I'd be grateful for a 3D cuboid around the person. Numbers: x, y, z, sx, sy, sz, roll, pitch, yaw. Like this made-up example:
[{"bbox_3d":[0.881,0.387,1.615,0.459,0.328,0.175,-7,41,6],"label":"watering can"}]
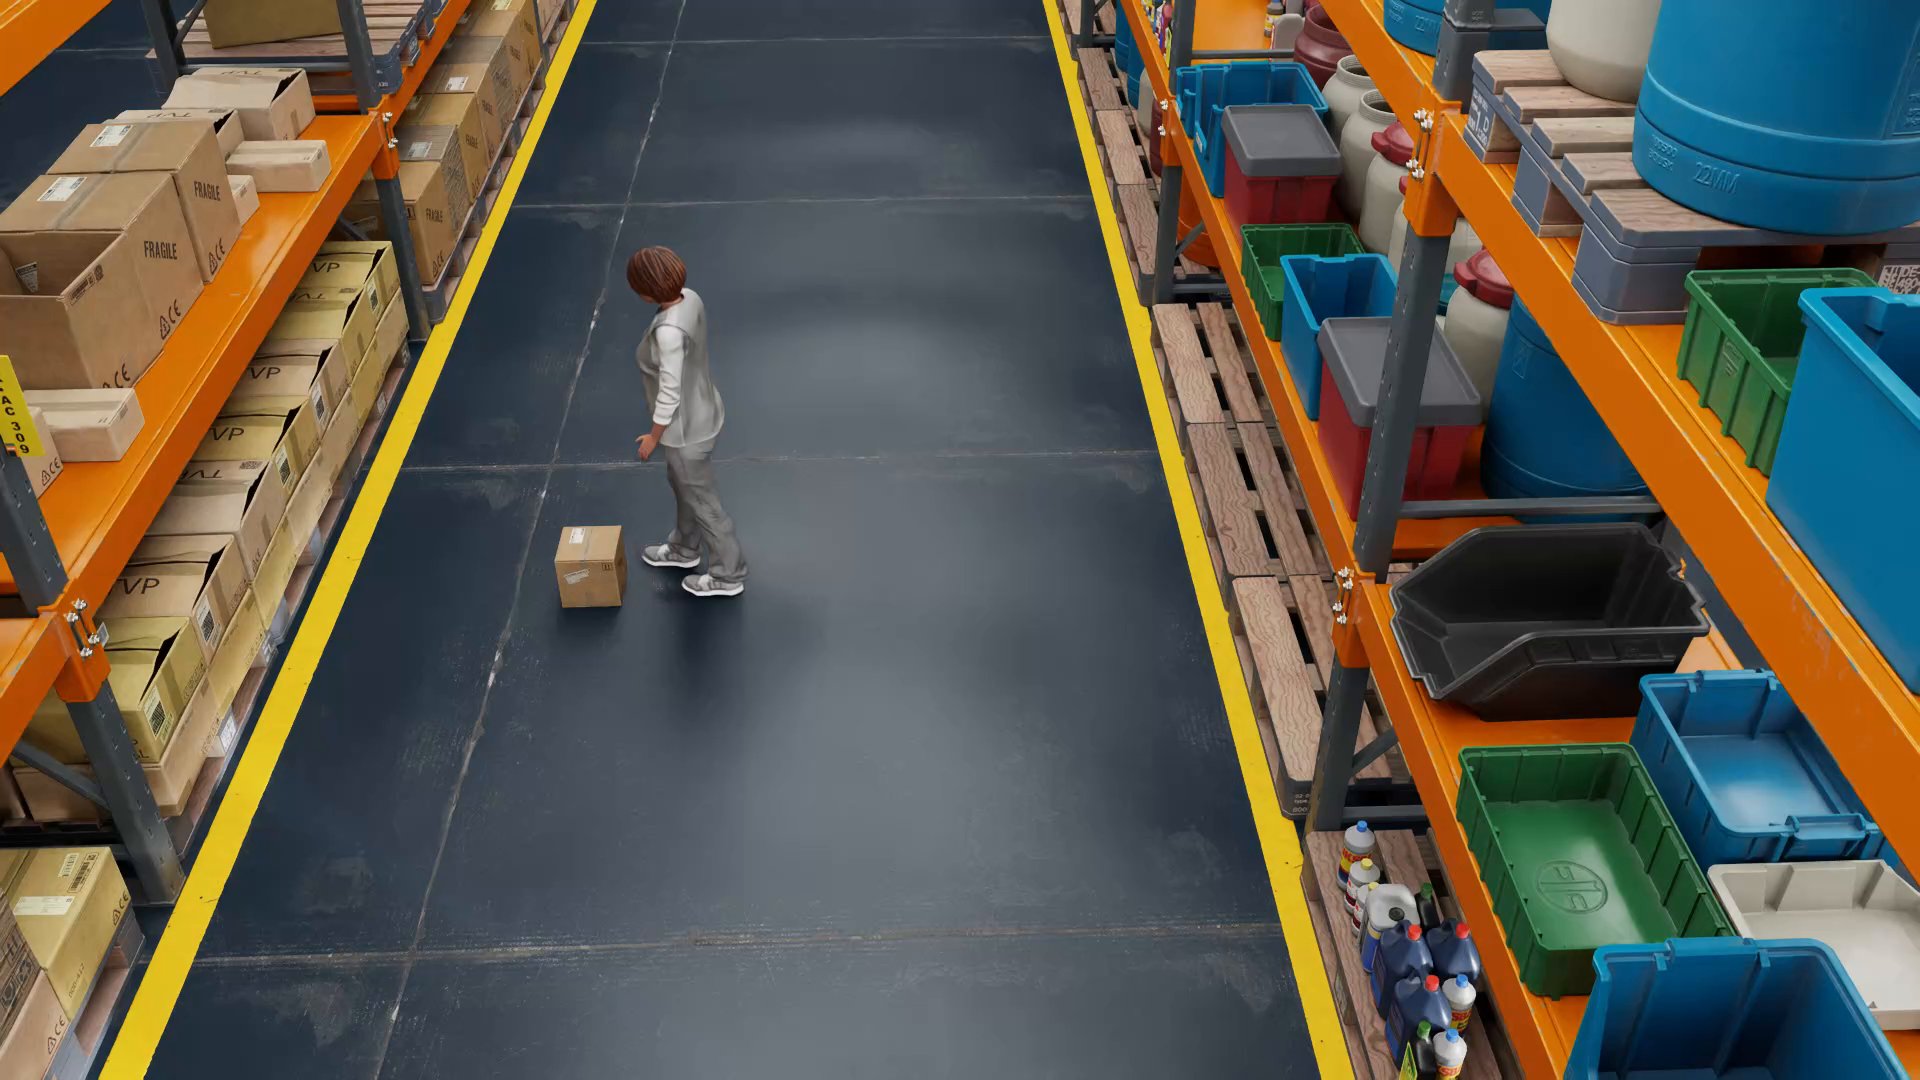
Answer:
[{"bbox_3d":[-1.162,-0.466,6.786,0.514,1.603,0.431,2,36,2],"label":"person"}]
